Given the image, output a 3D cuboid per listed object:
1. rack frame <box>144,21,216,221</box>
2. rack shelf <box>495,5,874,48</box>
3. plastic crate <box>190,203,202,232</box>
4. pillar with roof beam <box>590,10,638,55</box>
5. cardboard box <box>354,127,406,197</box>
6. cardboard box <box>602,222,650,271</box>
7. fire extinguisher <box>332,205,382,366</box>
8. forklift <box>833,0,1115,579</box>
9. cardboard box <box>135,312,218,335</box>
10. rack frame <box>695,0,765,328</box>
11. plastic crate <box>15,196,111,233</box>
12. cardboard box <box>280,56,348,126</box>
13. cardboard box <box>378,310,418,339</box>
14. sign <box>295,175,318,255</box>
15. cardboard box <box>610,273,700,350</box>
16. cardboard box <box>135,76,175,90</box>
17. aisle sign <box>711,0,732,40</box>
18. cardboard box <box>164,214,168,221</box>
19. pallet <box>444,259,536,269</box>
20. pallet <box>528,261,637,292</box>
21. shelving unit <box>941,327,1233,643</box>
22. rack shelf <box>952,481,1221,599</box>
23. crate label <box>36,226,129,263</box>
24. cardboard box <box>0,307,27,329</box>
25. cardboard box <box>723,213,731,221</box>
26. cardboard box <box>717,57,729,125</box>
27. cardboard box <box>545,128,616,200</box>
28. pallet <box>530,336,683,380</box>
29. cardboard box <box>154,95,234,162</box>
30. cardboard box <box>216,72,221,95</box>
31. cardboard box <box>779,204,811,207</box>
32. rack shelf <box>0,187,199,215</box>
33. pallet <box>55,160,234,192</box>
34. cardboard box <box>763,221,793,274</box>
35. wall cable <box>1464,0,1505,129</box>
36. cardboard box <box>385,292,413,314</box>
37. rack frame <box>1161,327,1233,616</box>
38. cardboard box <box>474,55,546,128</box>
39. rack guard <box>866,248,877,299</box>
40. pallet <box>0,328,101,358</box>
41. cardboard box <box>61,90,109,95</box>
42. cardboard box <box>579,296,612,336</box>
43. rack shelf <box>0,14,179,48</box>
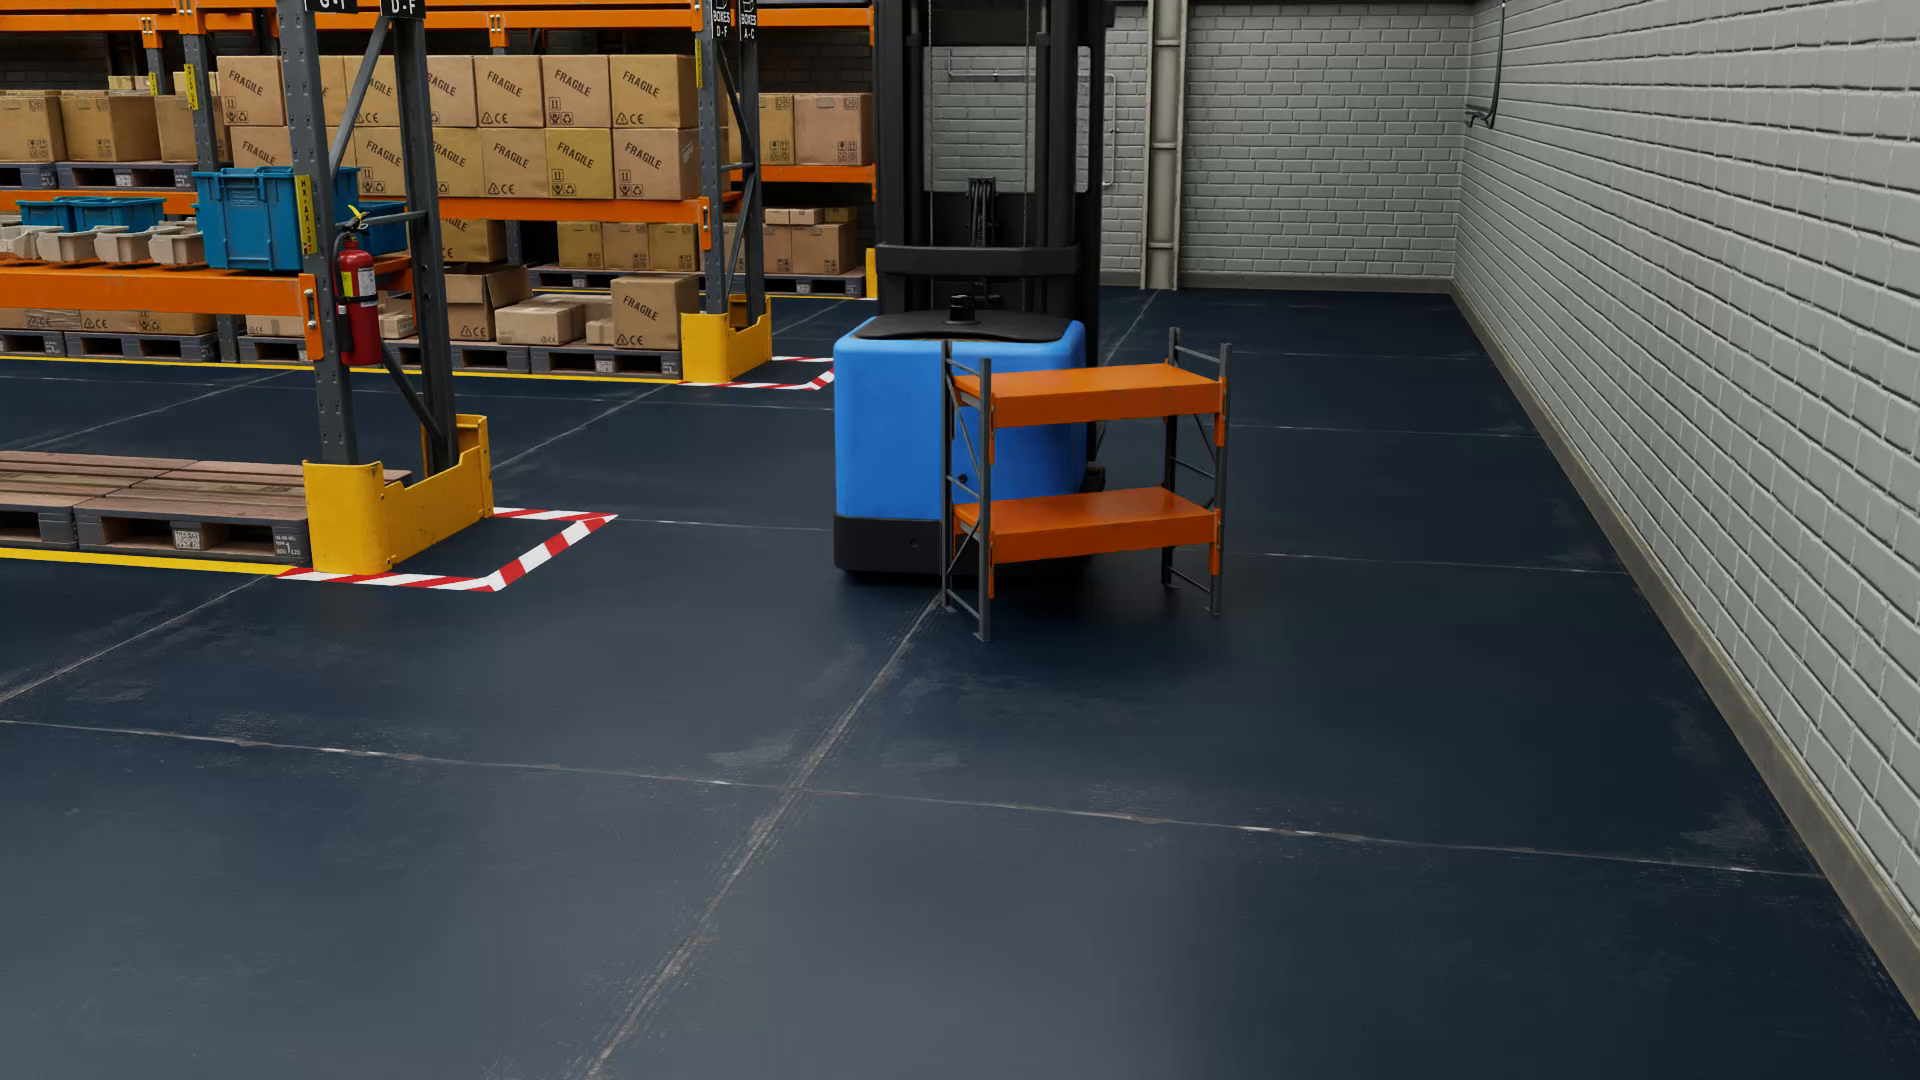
[{"bbox_3d":[-8.538,-4.460,18.476,0.127,3.000,1.000,3,16,11],"label":"rack frame"},{"bbox_3d":[-2.658,-5.240,17.019,4.000,0.370,1.077,3,16,11],"label":"rack shelf"},{"bbox_3d":[-3.494,-1.526,8.082,0.300,0.233,0.416,3,16,11],"label":"plastic crate"},{"bbox_3d":[-4.618,-6.202,13.523,0.400,9.000,9.100,3,16,11],"label":"pillar with roof beam"},{"bbox_3d":[-4.164,-2.848,12.466,0.500,0.500,0.500,3,16,11],"label":"cardboard box"},{"bbox_3d":[-3.414,-3.151,17.645,0.500,0.500,0.700,3,16,11],"label":"cardboard box"},{"bbox_3d":[-2.615,-1.099,7.185,0.183,0.674,0.296,3,16,11],"label":"fire extinguisher"},{"bbox_3d":[0.175,-1.592,8.251,1.130,2.935,3.031,2,16,8],"label":"forklift"},{"bbox_3d":[-6.142,-1.910,13.128,0.500,0.500,0.500,3,16,11],"label":"cardboard box"},{"bbox_3d":[-1.682,-2.739,12.260,0.127,3.000,1.000,3,16,11],"label":"rack frame"},{"bbox_3d":[-4.433,-1.577,8.266,0.300,0.233,0.416,3,16,11],"label":"plastic crate"},{"bbox_3d":[-4.690,-3.356,12.427,0.500,0.500,0.500,3,16,9],"label":"cardboard box"},{"bbox_3d":[-4.384,-1.676,12.906,0.250,0.166,0.380,3,16,11],"label":"cardboard box"},{"bbox_3d":[-2.766,-1.377,7.039,0.005,0.325,0.100,3,16,11],"label":"sign"},{"bbox_3d":[-2.264,-1.711,12.407,0.500,0.500,0.500,3,16,11],"label":"cardboard box"},{"bbox_3d":[-8.882,-5.044,18.355,0.250,0.149,0.380,1,16,4],"label":"cardboard box"},{"bbox_3d":[-1.676,-3.908,11.611,0.004,0.787,0.394,3,16,11],"label":"aisle sign"},{"bbox_3d":[-9.254,-3.492,18.840,0.500,0.500,0.700,3,16,12],"label":"cardboard box"},{"bbox_3d":[-5.389,-2.925,18.157,1.213,0.211,1.003,3,16,11],"label":"pallet"},{"bbox_3d":[-3.889,-2.843,17.860,1.213,0.211,1.003,3,16,11],"label":"pallet"},{"bbox_3d":[0.501,-0.247,6.776,1.048,1.125,0.538,-5,16,-19],"label":"shelving unit"},{"bbox_3d":[0.501,-0.011,6.841,1.000,0.278,0.538,-5,16,-19],"label":"rack shelf"},{"bbox_3d":[-4.067,-1.369,7.696,0.243,0.136,0.396,3,16,11],"label":"crate label"},{"bbox_3d":[-7.615,-1.992,13.423,0.500,0.500,0.500,3,16,9],"label":"cardboard box"},{"bbox_3d":[-2.485,-3.469,17.577,0.250,0.149,0.380,3,16,12],"label":"cardboard box"},{"bbox_3d":[-2.064,-3.361,12.448,0.500,0.500,0.500,4,16,13],"label":"cardboard box"},{"bbox_3d":[-2.684,-2.766,12.172,0.500,0.500,0.500,3,16,12],"label":"cardboard box"},{"bbox_3d":[-2.538,-1.441,12.799,1.213,0.211,1.003,3,16,11],"label":"pallet"},{"bbox_3d":[-6.021,-3.286,13.261,0.500,0.500,0.700,-2,16,-8],"label":"cardboard box"},{"bbox_3d":[-7.618,-4.903,17.887,0.500,0.250,0.500,3,16,10],"label":"cardboard box"},{"bbox_3d":[-1.738,-3.429,17.432,0.250,0.149,0.380,3,16,11],"label":"cardboard box"},{"bbox_3d":[-7.562,-2.711,13.509,4.000,0.370,1.077,3,16,11],"label":"rack shelf"},{"bbox_3d":[-6.363,-2.930,13.311,1.213,0.211,1.003,3,16,11],"label":"pallet"},{"bbox_3d":[-1.895,-3.070,17.353,0.500,0.500,0.700,3,16,11],"label":"cardboard box"},{"bbox_3d":[4.773,-5.035,15.129,0.112,2.526,3.097,3,16,11],"label":"wall cable"},{"bbox_3d":[-4.252,-1.872,13.343,0.500,0.311,0.500,3,16,11],"label":"cardboard box"},{"bbox_3d":[0.980,-0.292,6.939,0.032,1.125,0.500,-5,16,-19],"label":"rack frame"},{"bbox_3d":[-3.177,-3.274,12.131,0.500,0.500,0.500,4,16,13],"label":"cardboard box"},{"bbox_3d":[-0.675,-2.829,17.268,0.348,0.500,1.175,3,16,11],"label":"rack guard"},{"bbox_3d":[-7.605,-1.705,13.753,1.213,0.211,1.003,3,16,11],"label":"pallet"},{"bbox_3d":[-9.554,-4.766,18.566,0.500,0.500,0.700,2,16,6],"label":"cardboard box"},{"bbox_3d":[-2.648,-1.755,13.037,0.500,0.250,0.500,3,16,11],"label":"cardboard box"},{"bbox_3d":[-10.498,-5.666,18.555,4.000,0.370,1.077,3,16,11],"label":"rack shelf"}]
